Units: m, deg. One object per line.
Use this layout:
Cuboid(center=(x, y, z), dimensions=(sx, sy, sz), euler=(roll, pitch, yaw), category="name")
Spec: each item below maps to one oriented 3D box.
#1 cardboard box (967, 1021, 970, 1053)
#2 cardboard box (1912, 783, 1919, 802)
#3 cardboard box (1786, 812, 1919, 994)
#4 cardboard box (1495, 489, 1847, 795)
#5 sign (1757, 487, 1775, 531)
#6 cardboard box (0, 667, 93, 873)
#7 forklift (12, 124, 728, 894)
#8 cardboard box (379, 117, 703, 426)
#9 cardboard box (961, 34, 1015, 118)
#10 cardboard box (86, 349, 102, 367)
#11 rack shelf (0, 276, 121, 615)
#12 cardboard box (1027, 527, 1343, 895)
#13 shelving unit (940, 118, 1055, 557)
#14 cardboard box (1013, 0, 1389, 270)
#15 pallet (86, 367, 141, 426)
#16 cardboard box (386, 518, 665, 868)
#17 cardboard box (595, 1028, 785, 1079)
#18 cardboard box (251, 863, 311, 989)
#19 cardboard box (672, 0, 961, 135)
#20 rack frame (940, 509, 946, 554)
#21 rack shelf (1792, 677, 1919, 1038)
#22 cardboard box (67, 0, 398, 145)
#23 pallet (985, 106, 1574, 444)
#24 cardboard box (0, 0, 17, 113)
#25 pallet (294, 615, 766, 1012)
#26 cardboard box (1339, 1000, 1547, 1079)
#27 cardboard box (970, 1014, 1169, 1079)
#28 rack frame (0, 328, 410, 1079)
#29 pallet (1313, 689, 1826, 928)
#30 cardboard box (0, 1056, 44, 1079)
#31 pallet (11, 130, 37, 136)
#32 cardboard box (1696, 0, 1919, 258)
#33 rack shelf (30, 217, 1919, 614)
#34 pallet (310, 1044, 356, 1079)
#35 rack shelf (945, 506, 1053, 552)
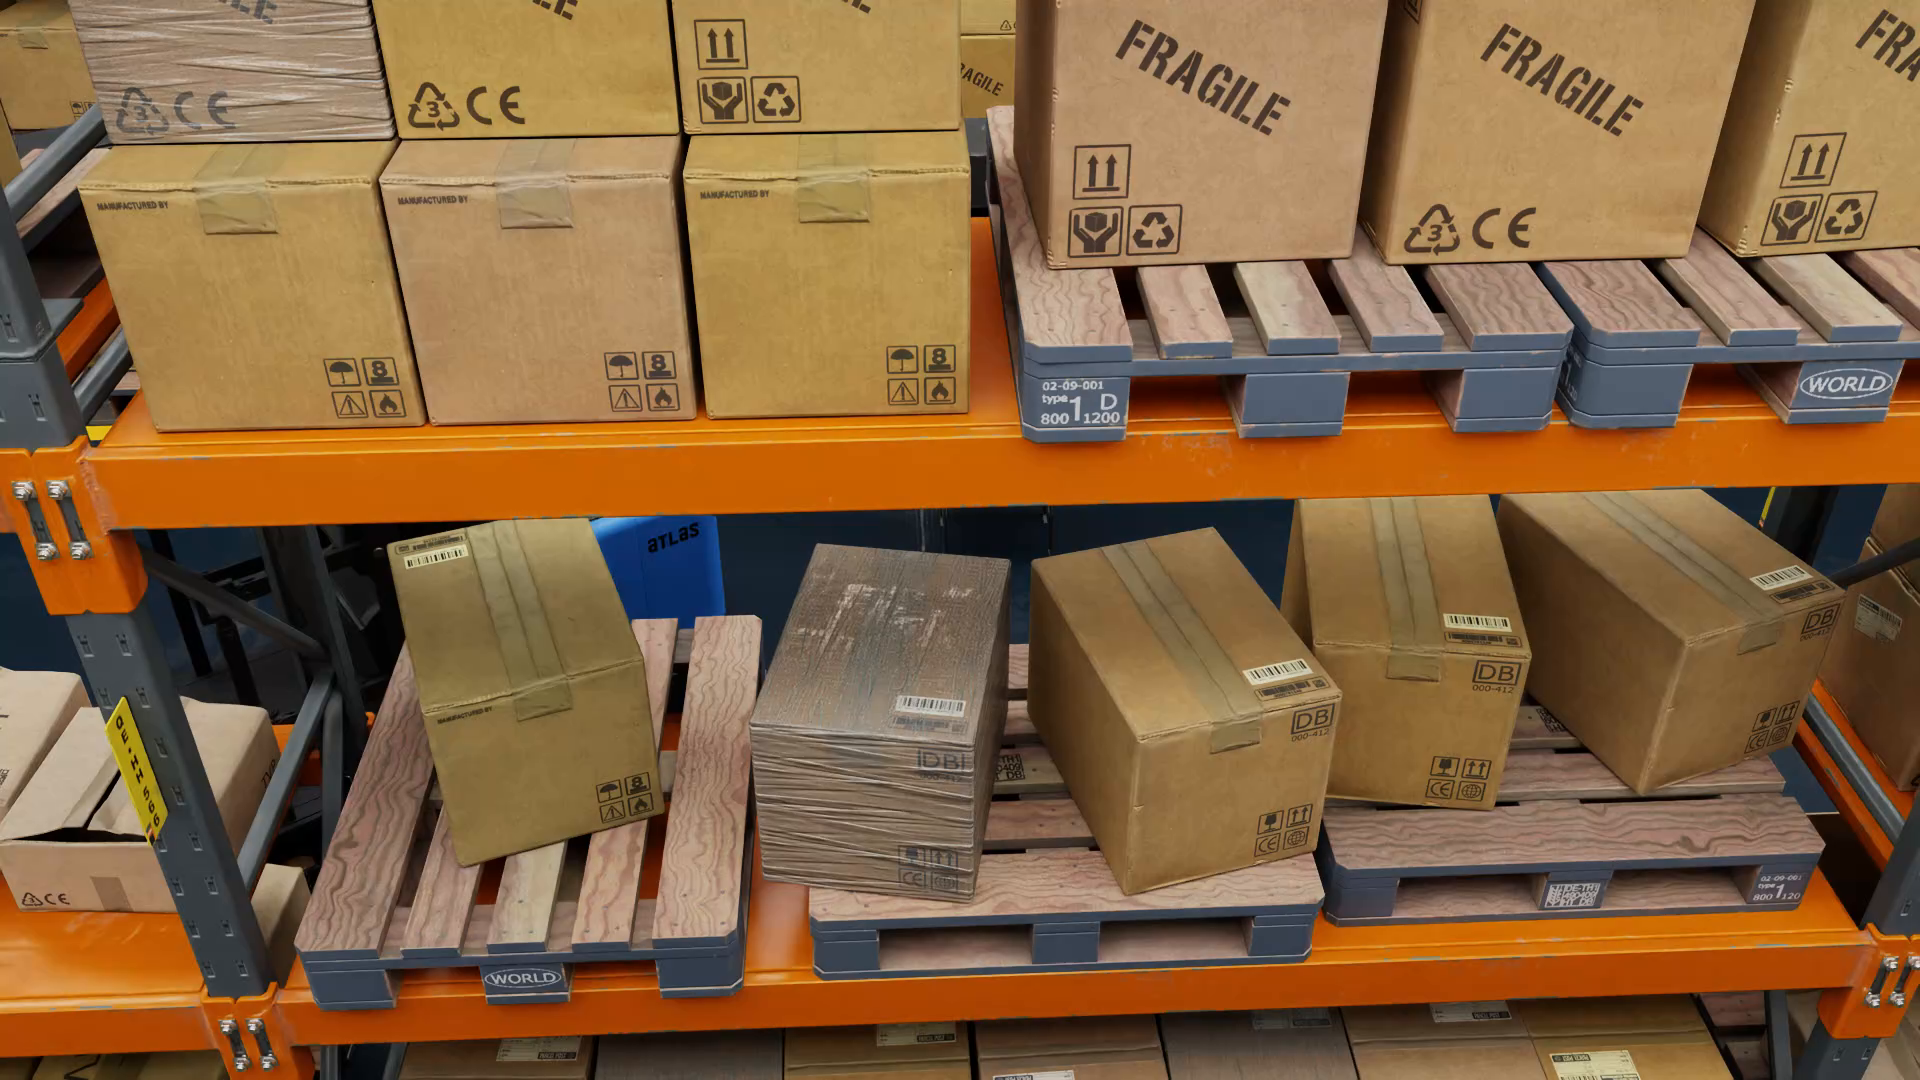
Cuboid(center=(0.249, 1.295, 5.053), dimensions=(0.500, 0.500, 0.500), euler=(-3, 35, -4), category="cardboard box")
Cuboid(center=(2.803, 0.630, 4.116), dimensions=(0.500, 0.500, 0.500), euler=(-1, 35, -1), category="cardboard box")
Cuboid(center=(2.836, 1.201, 5.189), dimensions=(0.500, 0.500, 0.500), euler=(-2, 35, -2), category="cardboard box")
Cuboid(center=(1.797, 0.202, 4.365), dimensions=(0.500, 0.500, 0.700), euler=(-13, 37, -18), category="cardboard box")
Cuboid(center=(2.247, -0.134, 4.547), dimensions=(0.005, 0.325, 0.100), euler=(-2, 35, -2), category="sign")
Cuboid(center=(-2.617, 0.589, 4.342), dimensions=(0.500, 0.311, 0.500), euler=(-2, 35, -3), category="cardboard box")
Cuboid(center=(-2.389, -0.264, 5.557), dimensions=(3.031, 2.935, 1.130), euler=(-23, 41, -29), category="forklift")
Cuboid(center=(-0.771, -0.681, 3.375), dimensions=(0.500, 0.500, 0.910), euler=(-2, 35, -2), category="cardboard box")
Cuboid(center=(0.083, -2.257, 8.009), dimensions=(0.500, 0.500, 0.500), euler=(-1, 35, -1), category="cardboard box")
Cuboid(center=(-4.700, -1.295, 8.795), dimensions=(0.500, 0.500, 0.700), euler=(-2, 35, -3), category="cardboard box")
Cuboid(center=(-3.713, -0.246, 3.466), dimensions=(4.000, 0.370, 1.077), euler=(-2, 35, -2), category="rack shelf")
Cuboid(center=(0.519, 0.399, 4.081), dimensions=(0.500, 0.500, 0.700), euler=(-10, 36, -14), category="cardboard box")
Cuboid(center=(0.165, -0.868, 7.159), dimensions=(0.503, 2.100, 0.431), euler=(-2, 35, -2), category="shelving unit")
Cuboid(center=(0.442, -0.949, 3.305), dimensions=(0.600, 0.600, 0.600), euler=(-3, 35, -4), category="cardboard box")
Cuboid(center=(-3.949, -0.980, 8.980), dimensions=(1.213, 0.211, 1.003), euler=(-2, 35, -2), category="pallet")
Cuboid(center=(-1.091, 0.343, 4.161), dimensions=(0.500, 0.500, 0.700), euler=(-13, 37, -18), category="cardboard box")
Cuboid(center=(-0.724, 1.618, 4.586), dimensions=(0.500, 0.500, 0.500), euler=(-3, 35, -4), category="cardboard box")
Cuboid(center=(-2.252, 1.213, 4.917), dimensions=(0.500, 0.311, 0.500), euler=(0, 35, -1), category="cardboard box")
Cuboid(center=(-0.260, -1.083, 3.077), dimensions=(0.500, 0.500, 0.500), euler=(-2, 35, -2), category="cardboard box")
Cuboid(center=(-0.078, -0.861, 7.149), dimensions=(0.015, 2.100, 0.400), euler=(-2, 35, -2), category="rack frame")
Cuboid(center=(4.278, 0.772, 4.631), dimensions=(4.000, 0.370, 1.077), euler=(-2, 35, -2), category="rack shelf")
Cuboid(center=(-1.279, -1.056, 3.037), dimensions=(0.500, 0.500, 0.500), euler=(-2, 35, -2), category="cardboard box")
Cuboid(center=(0.590, -0.619, 3.537), dimensions=(1.003, 0.211, 1.213), euler=(-2, 35, -2), category="pallet")
Cuboid(center=(-4.880, -2.297, 7.959), dimensions=(0.500, 0.500, 0.700), euler=(2, 35, 3), category="cardboard box")
Cuboid(center=(-1.041, 0.659, 4.331), dimensions=(1.003, 0.211, 1.213), euler=(-2, 35, -2), category="pallet")
Cuboid(center=(1.307, 1.562, 4.667), dimensions=(0.500, 0.500, 0.500), euler=(-1, 35, -2), category="cardboard box")
Cuboid(center=(0.298, 1.590, 4.626), dimensions=(0.500, 0.500, 0.500), euler=(-3, 35, -4), category="cardboard box")
Cuboid(center=(-1.715, 0.638, 4.192), dimensions=(0.127, 3.000, 1.000), euler=(-2, 35, -2), category="rack frame")
Cuboid(center=(1.477, 0.569, 4.461), dimensions=(1.213, 0.211, 1.003), euler=(-2, 35, -2), category="pallet")
Cuboid(center=(-2.745, 1.537, 4.447), dimensions=(0.500, 0.311, 0.500), euler=(-2, 35, -3), category="cardboard box")
Cuboid(center=(-3.928, -2.022, 8.205), dimensions=(1.213, 0.211, 1.003), euler=(-2, 35, -2), category="pallet")
Cuboid(center=(1.774, -0.986, 3.359), dimensions=(0.600, 0.600, 0.600), euler=(-5, 35, -7), category="cardboard box")
Cuboid(center=(0.283, -0.354, 3.621), dimensions=(4.000, 0.370, 1.077), euler=(-2, 35, -2), category="rack shelf")
Cuboid(center=(-2.539, 1.785, 4.986), dimensions=(1.213, 0.211, 1.003), euler=(-2, 35, -2), category="pallet")
Cuboid(center=(0.165, -0.281, 7.565), dimensions=(0.480, 0.518, 0.431), euler=(-2, 35, -2), category="rack shelf")
